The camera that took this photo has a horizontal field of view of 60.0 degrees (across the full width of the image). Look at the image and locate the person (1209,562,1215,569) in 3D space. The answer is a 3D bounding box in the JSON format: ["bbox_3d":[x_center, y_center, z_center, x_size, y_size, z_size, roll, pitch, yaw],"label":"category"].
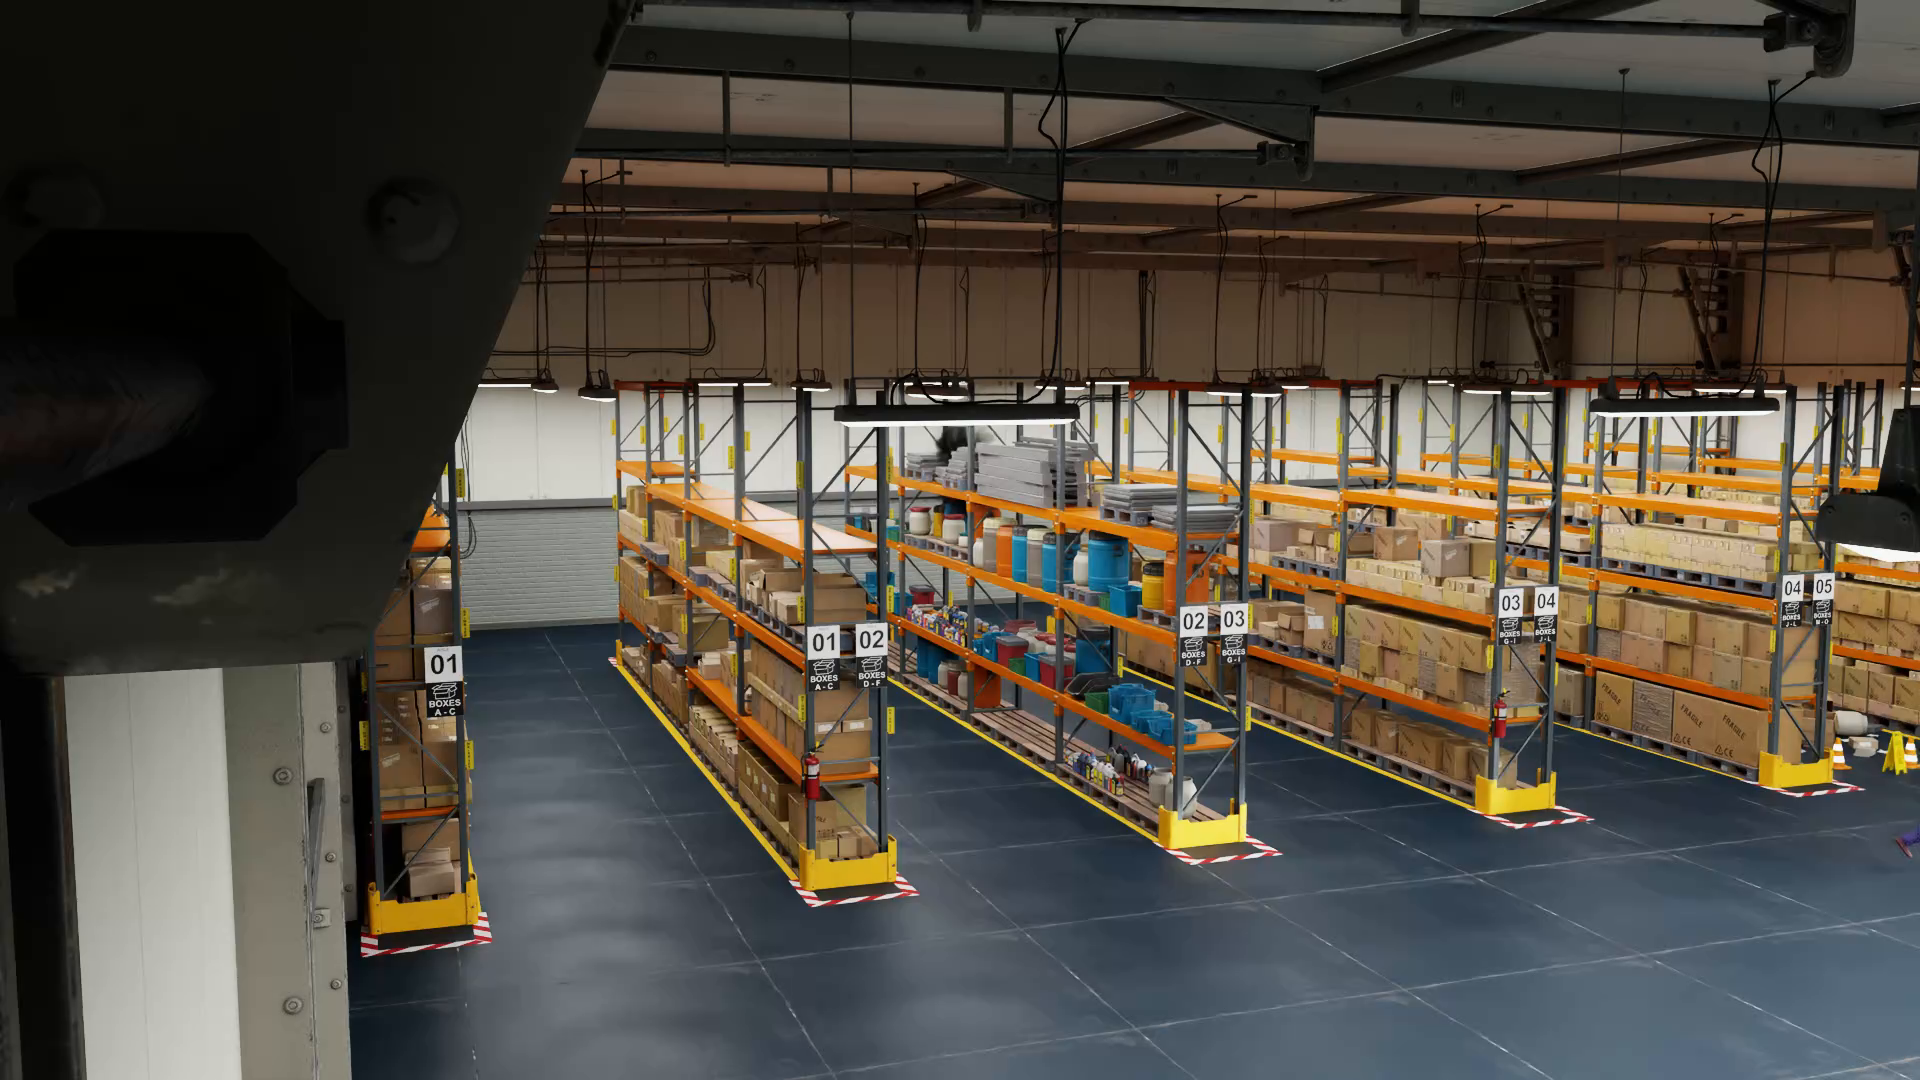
[{"bbox_3d":[5.805,1.287,39.147,0.711,1.578,0.770,0,6,1],"label":"person"}]
